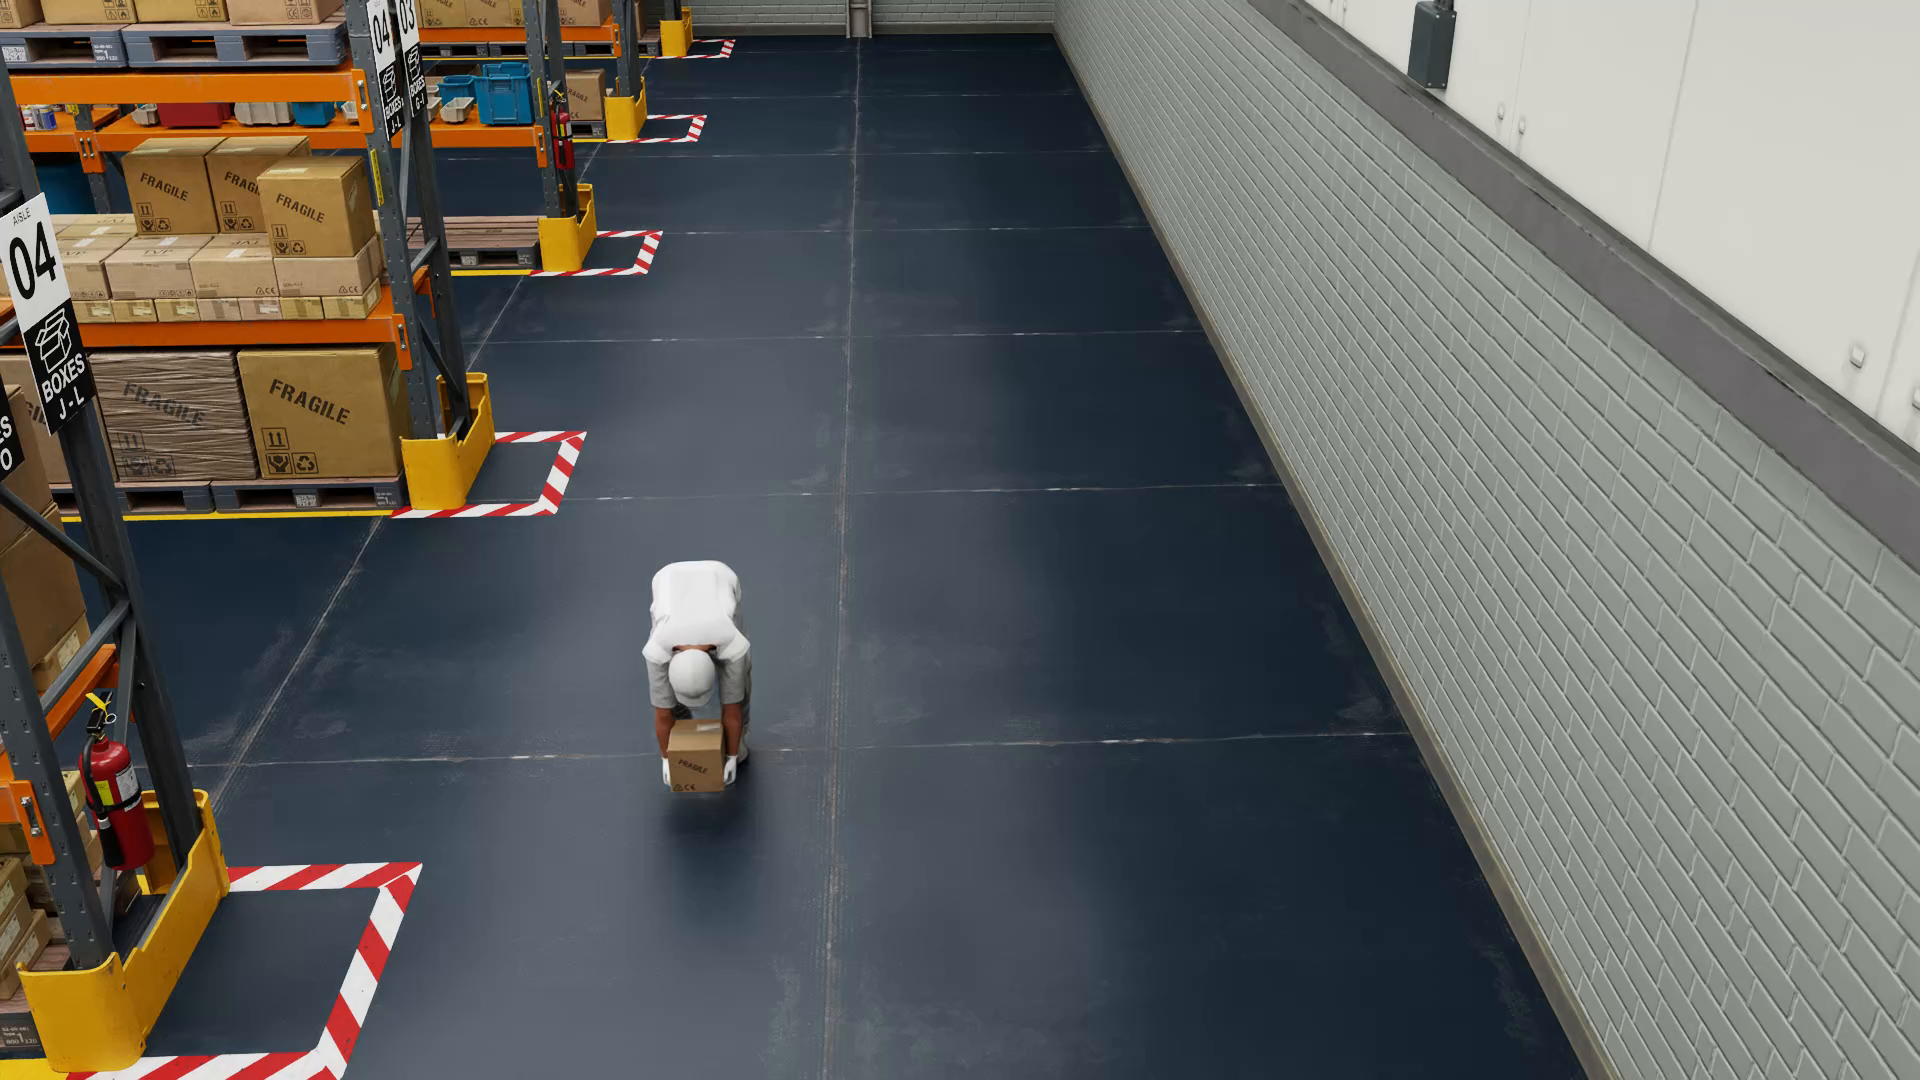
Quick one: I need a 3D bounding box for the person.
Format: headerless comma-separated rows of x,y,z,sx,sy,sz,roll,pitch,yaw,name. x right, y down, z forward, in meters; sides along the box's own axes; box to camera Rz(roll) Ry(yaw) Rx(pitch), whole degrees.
-1.257,0.697,8.040,0.515,1.051,0.989,-3,27,-5,person
